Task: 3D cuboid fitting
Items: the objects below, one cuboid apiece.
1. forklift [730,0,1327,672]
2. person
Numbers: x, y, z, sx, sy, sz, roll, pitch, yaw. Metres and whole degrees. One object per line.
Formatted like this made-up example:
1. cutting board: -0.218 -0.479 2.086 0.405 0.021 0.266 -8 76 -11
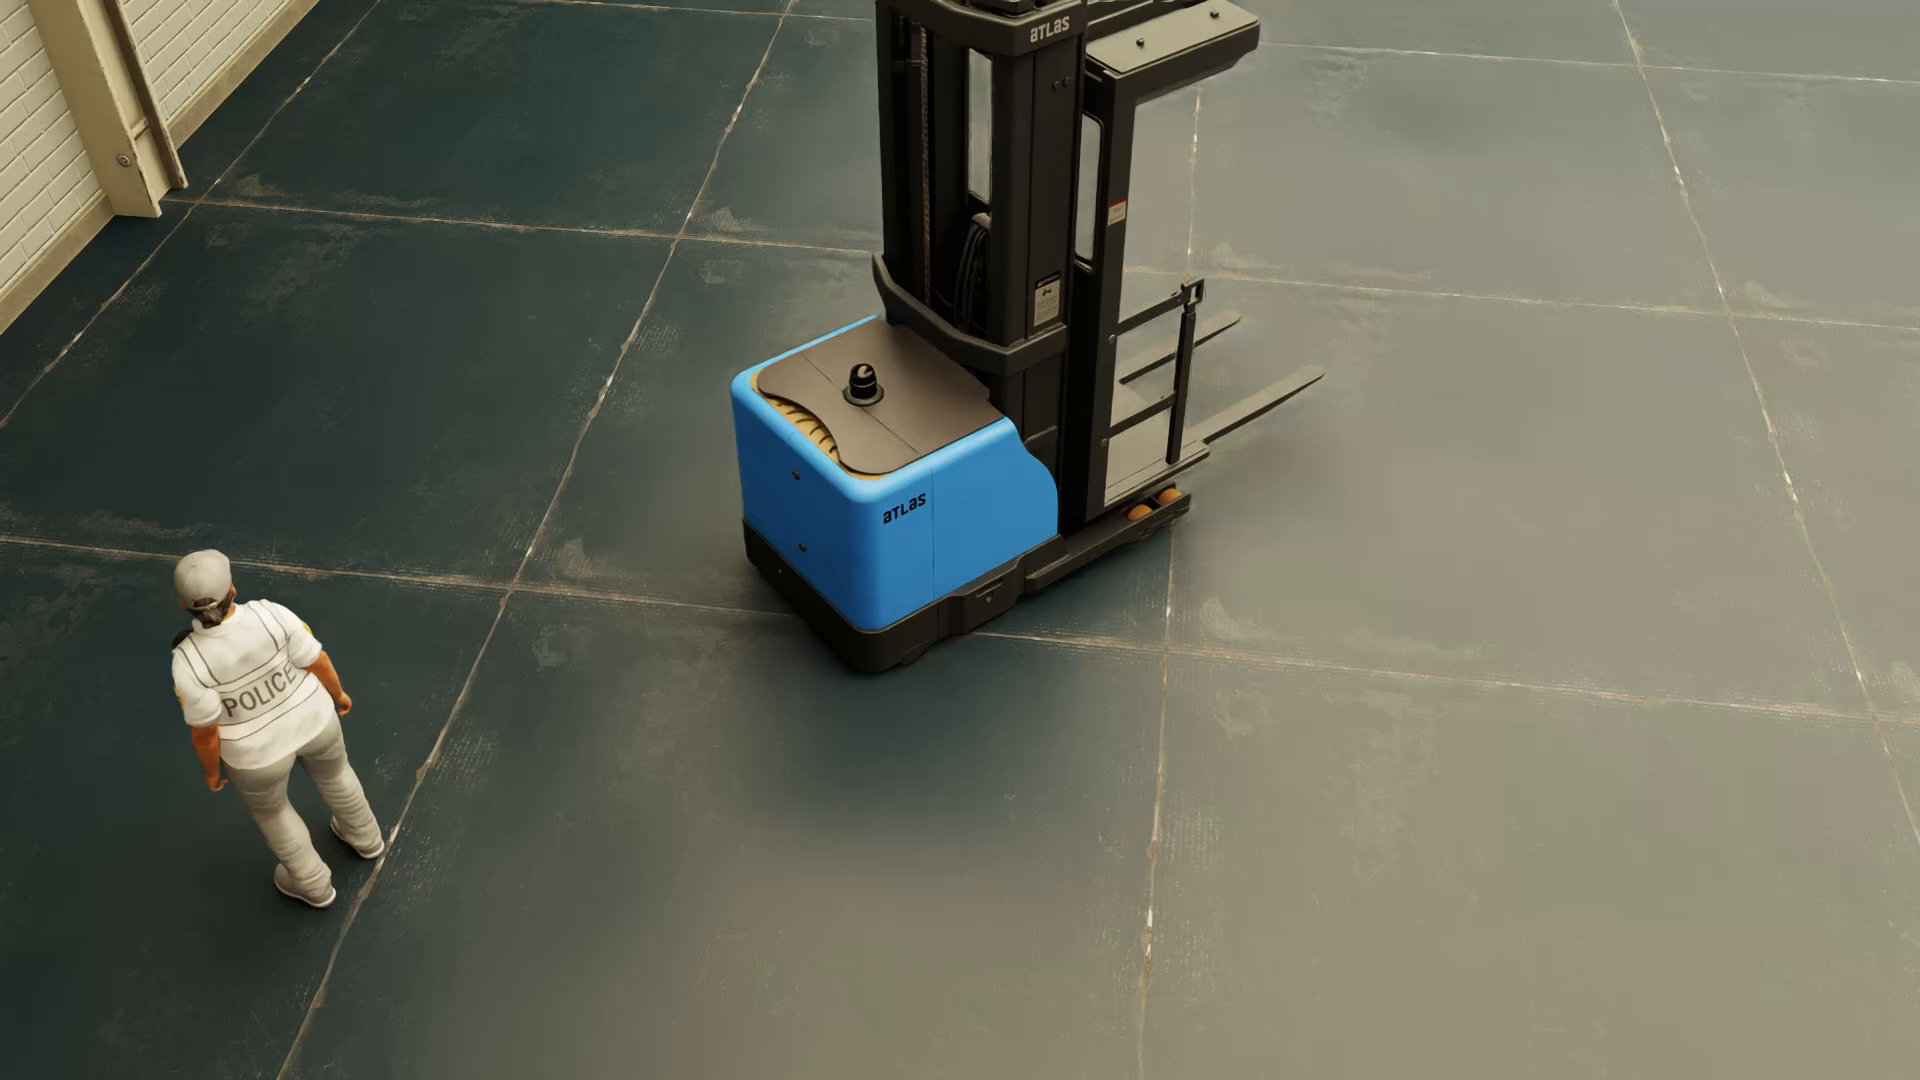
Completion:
1. forklift: 0.479 -1.336 7.179 3.031 2.935 1.130 -28 49 -27
2. person: -2.453 0.670 5.936 0.408 1.666 0.563 32 51 30
